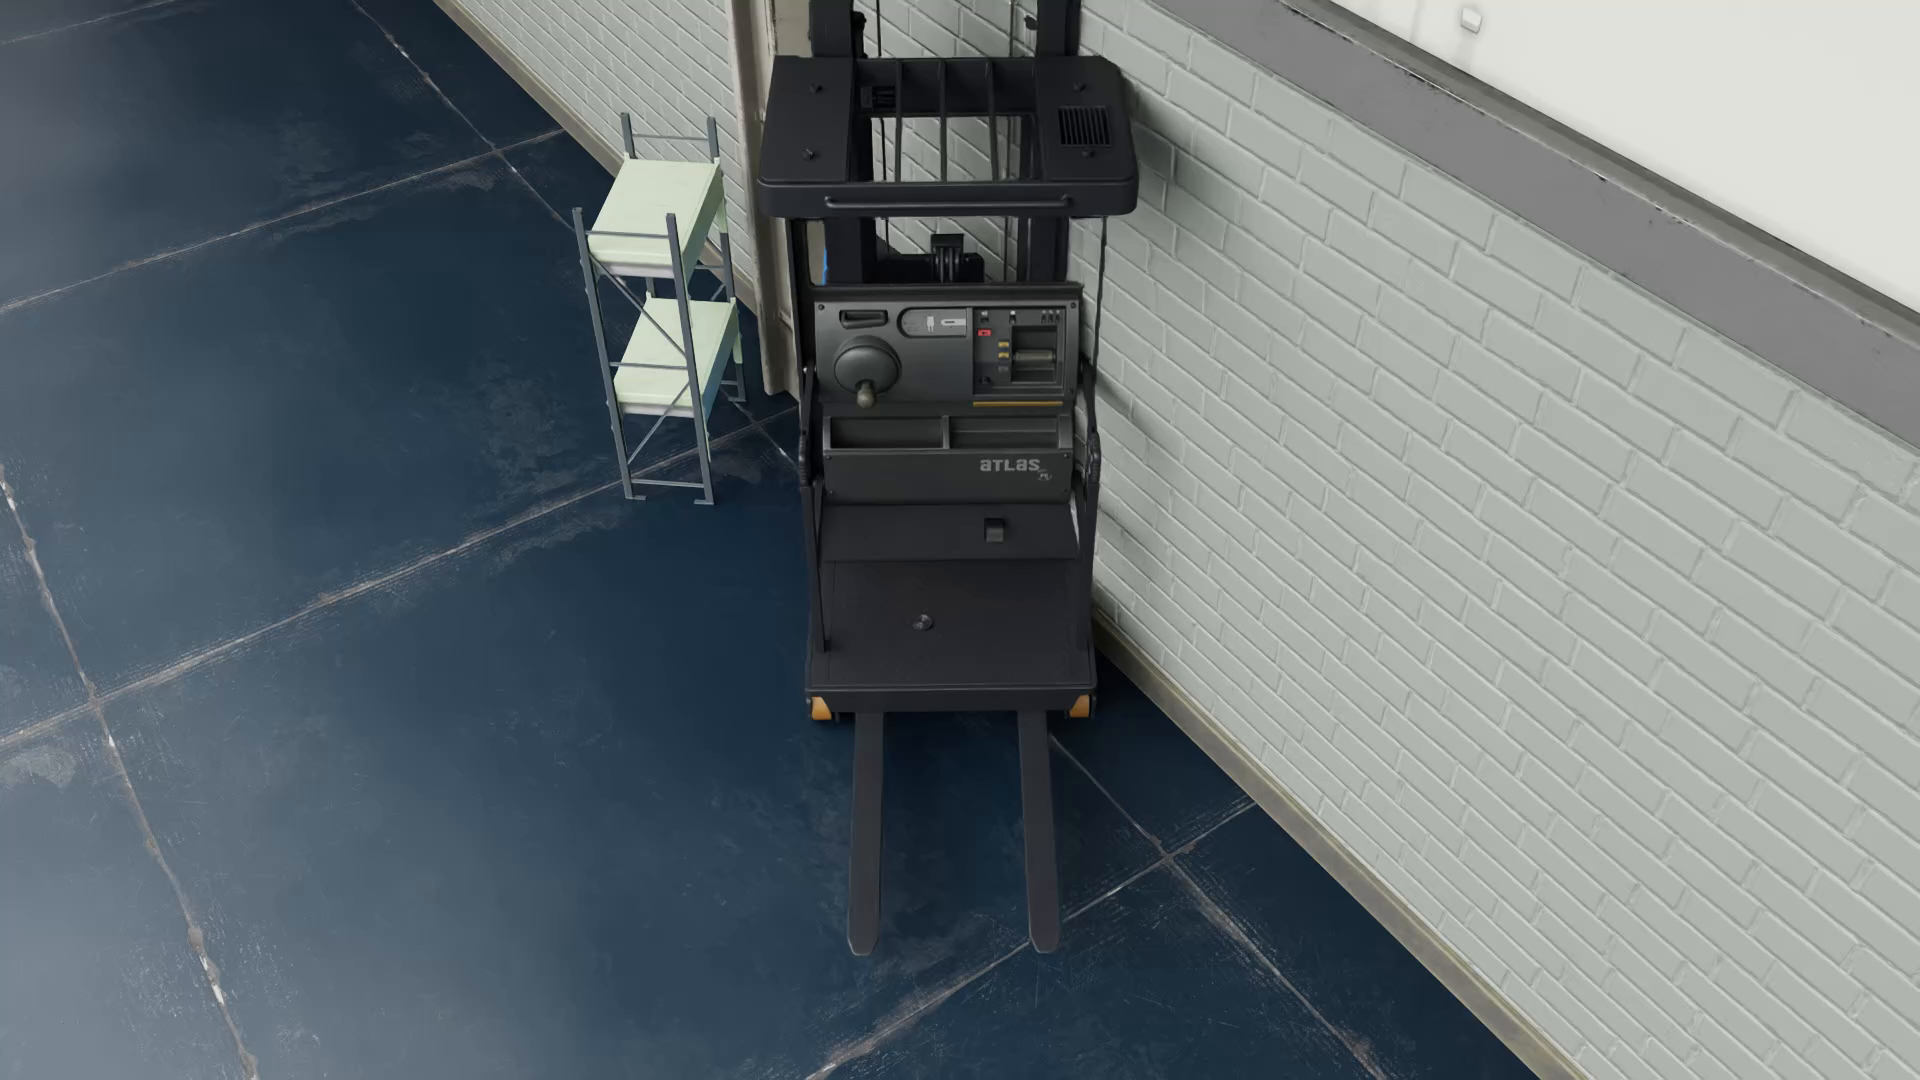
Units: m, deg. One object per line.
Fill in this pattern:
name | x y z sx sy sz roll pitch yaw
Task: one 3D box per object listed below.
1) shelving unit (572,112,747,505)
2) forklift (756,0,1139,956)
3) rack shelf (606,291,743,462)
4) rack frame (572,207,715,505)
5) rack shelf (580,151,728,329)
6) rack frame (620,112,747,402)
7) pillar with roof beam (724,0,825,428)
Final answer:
shelving unit | -1.255 -0.970 7.171 0.431 1.500 0.755 4 44 4
forklift | -0.039 -0.578 5.724 1.130 2.935 3.031 -1 44 -1
rack shelf | -1.255 -0.734 7.396 0.431 0.370 0.720 4 44 4
rack frame | -1.293 -0.719 6.908 0.400 1.500 0.023 4 44 4
rack shelf | -1.255 -1.252 6.901 0.431 0.370 0.720 4 44 4
rack frame | -1.217 -1.221 7.434 0.400 1.500 0.023 4 44 4
pillar with roof beam | -4.235 -2.226 3.056 9.100 9.000 0.400 -26 49 -24
